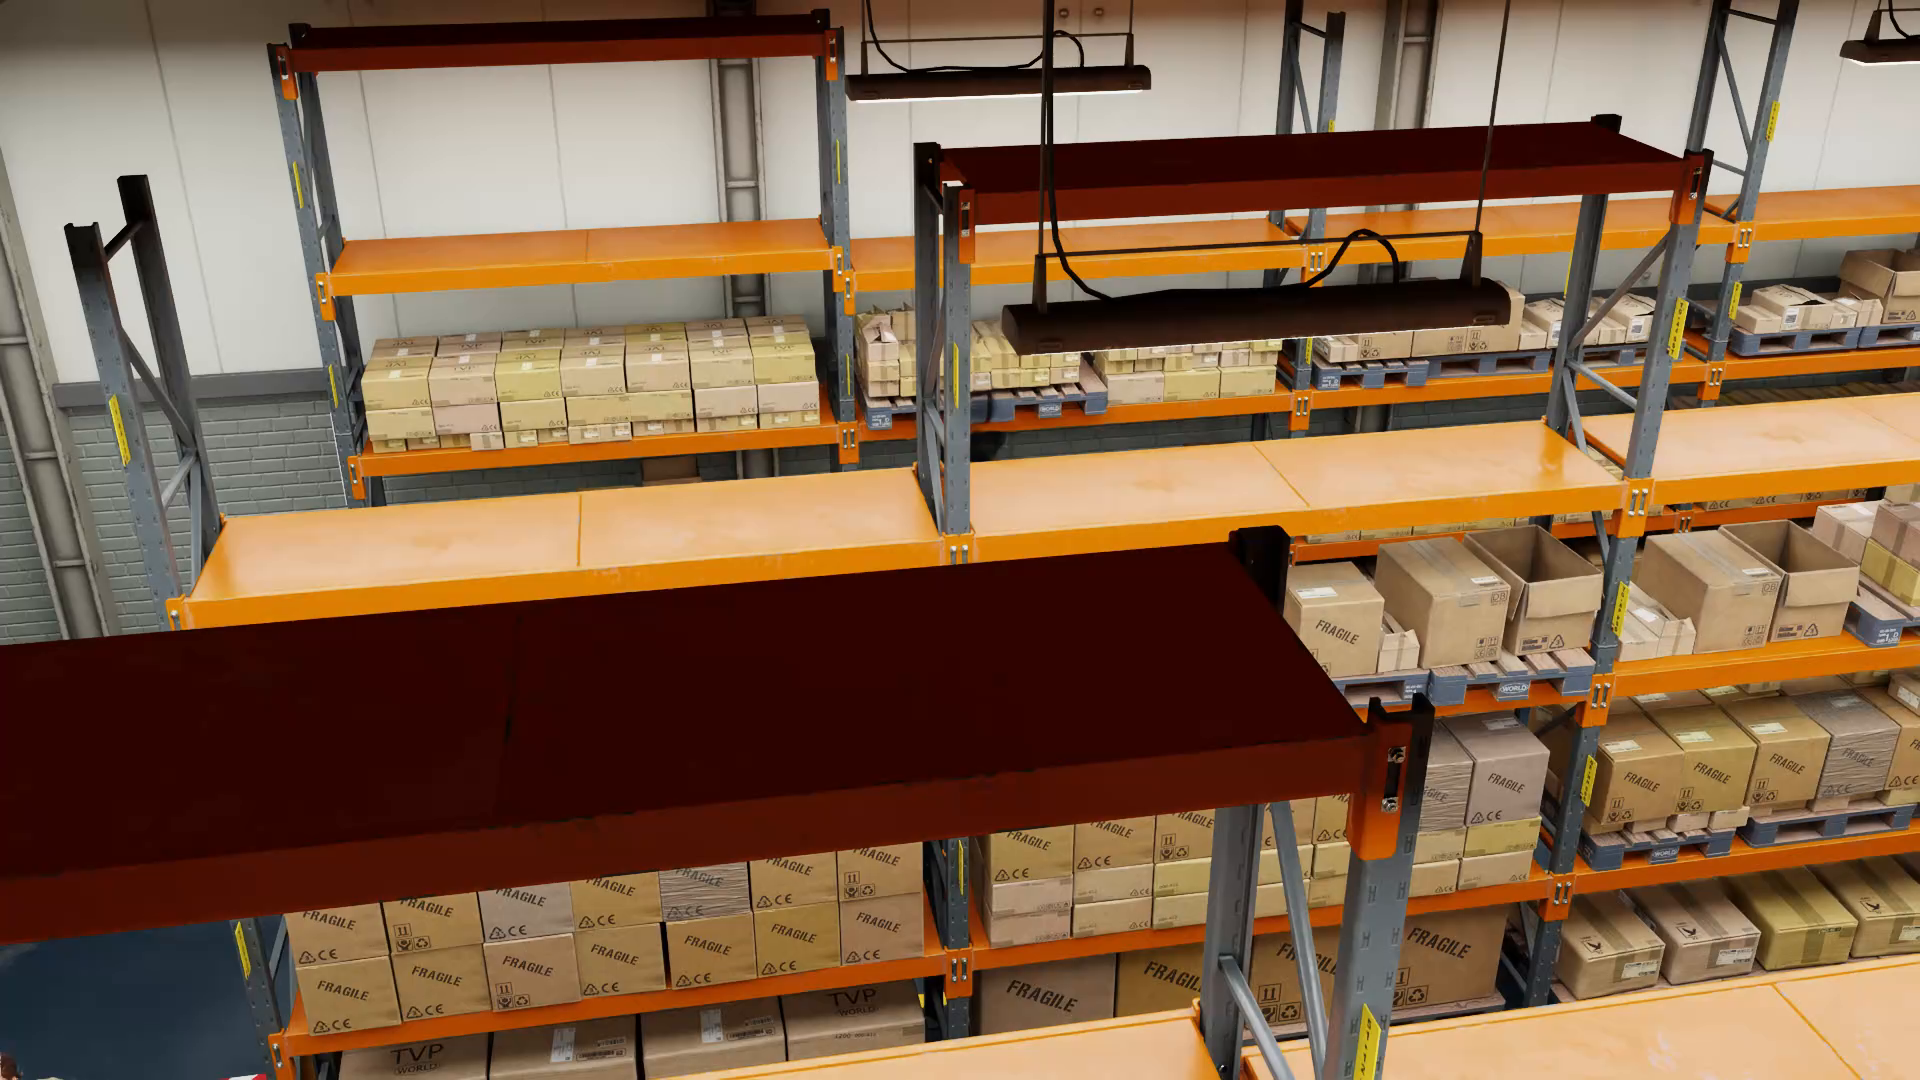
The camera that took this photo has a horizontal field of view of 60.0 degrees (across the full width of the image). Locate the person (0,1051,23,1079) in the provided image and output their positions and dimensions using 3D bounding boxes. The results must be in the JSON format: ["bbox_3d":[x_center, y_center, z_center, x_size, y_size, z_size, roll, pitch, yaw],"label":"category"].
[{"bbox_3d":[-5.128,3.504,9.127,0.584,1.721,0.786,0,26,0],"label":"person"}]
